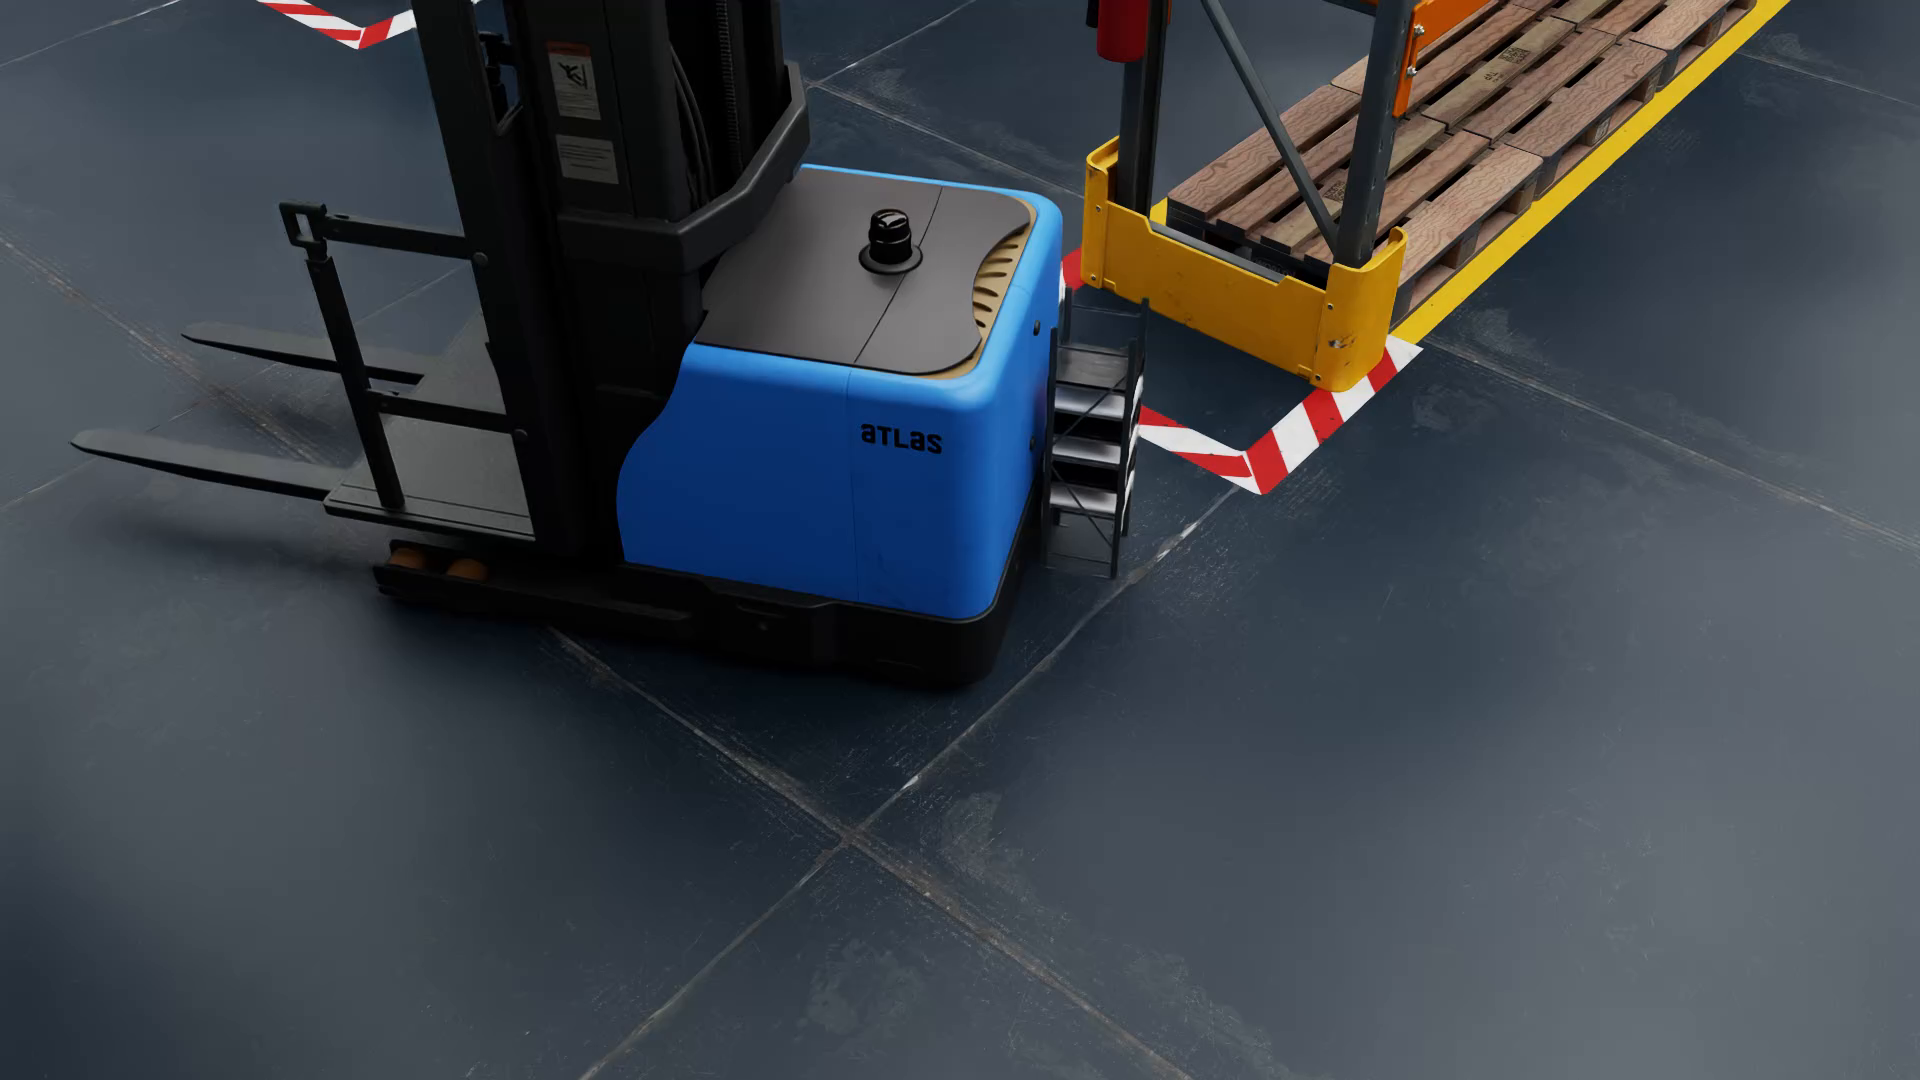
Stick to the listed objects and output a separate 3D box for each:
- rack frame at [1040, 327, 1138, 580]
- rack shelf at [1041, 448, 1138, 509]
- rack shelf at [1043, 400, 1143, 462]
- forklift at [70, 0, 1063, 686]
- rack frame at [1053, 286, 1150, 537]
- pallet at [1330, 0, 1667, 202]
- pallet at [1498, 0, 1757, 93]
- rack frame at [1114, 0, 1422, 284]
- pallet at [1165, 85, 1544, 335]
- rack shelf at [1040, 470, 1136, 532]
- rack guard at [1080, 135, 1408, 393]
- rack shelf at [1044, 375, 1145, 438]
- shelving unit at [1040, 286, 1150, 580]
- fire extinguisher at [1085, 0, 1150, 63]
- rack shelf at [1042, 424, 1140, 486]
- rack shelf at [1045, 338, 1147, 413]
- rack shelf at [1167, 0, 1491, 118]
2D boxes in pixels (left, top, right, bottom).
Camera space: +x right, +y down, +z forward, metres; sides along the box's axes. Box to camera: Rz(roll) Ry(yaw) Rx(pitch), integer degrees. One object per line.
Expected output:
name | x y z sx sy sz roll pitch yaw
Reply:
rack frame | 0.365 -0.230 4.834 0.240 0.900 0.006 10 43 10
rack shelf | 0.389 -0.205 4.990 0.258 0.077 0.200 10 43 10
rack shelf | 0.389 -0.338 4.868 0.258 0.077 0.200 10 43 10
forklift | -1.268 -1.200 4.391 3.031 2.935 1.130 9 43 10
rack frame | 0.414 -0.363 4.980 0.240 0.900 0.006 10 43 10
pallet | 2.341 -1.967 7.257 1.003 0.211 1.213 29 50 28
pallet | 3.126 -2.598 7.951 1.003 0.211 1.213 29 50 28
rack frame | 0.995 -1.966 5.182 1.000 3.000 0.127 29 50 28
pallet | 1.555 -1.342 6.569 1.003 0.211 1.213 29 50 28
rack shelf | 0.389 -0.138 5.050 0.258 0.077 0.200 10 43 10
rack guard | 0.990 -1.023 6.004 1.175 0.500 0.348 29 50 28
rack shelf | 0.389 -0.405 4.808 0.258 0.077 0.200 10 43 10
shelving unit | 0.389 -0.296 4.907 0.258 0.900 0.210 10 43 10
fire extinguisher | 0.550 -1.918 5.465 0.296 0.674 0.183 29 50 28
rack shelf | 0.389 -0.272 4.929 0.258 0.077 0.200 10 43 10
rack shelf | 0.390 -0.471 4.747 0.258 0.077 0.200 10 43 10
rack shelf | 2.282 -2.730 6.557 1.077 0.370 4.000 29 50 28
